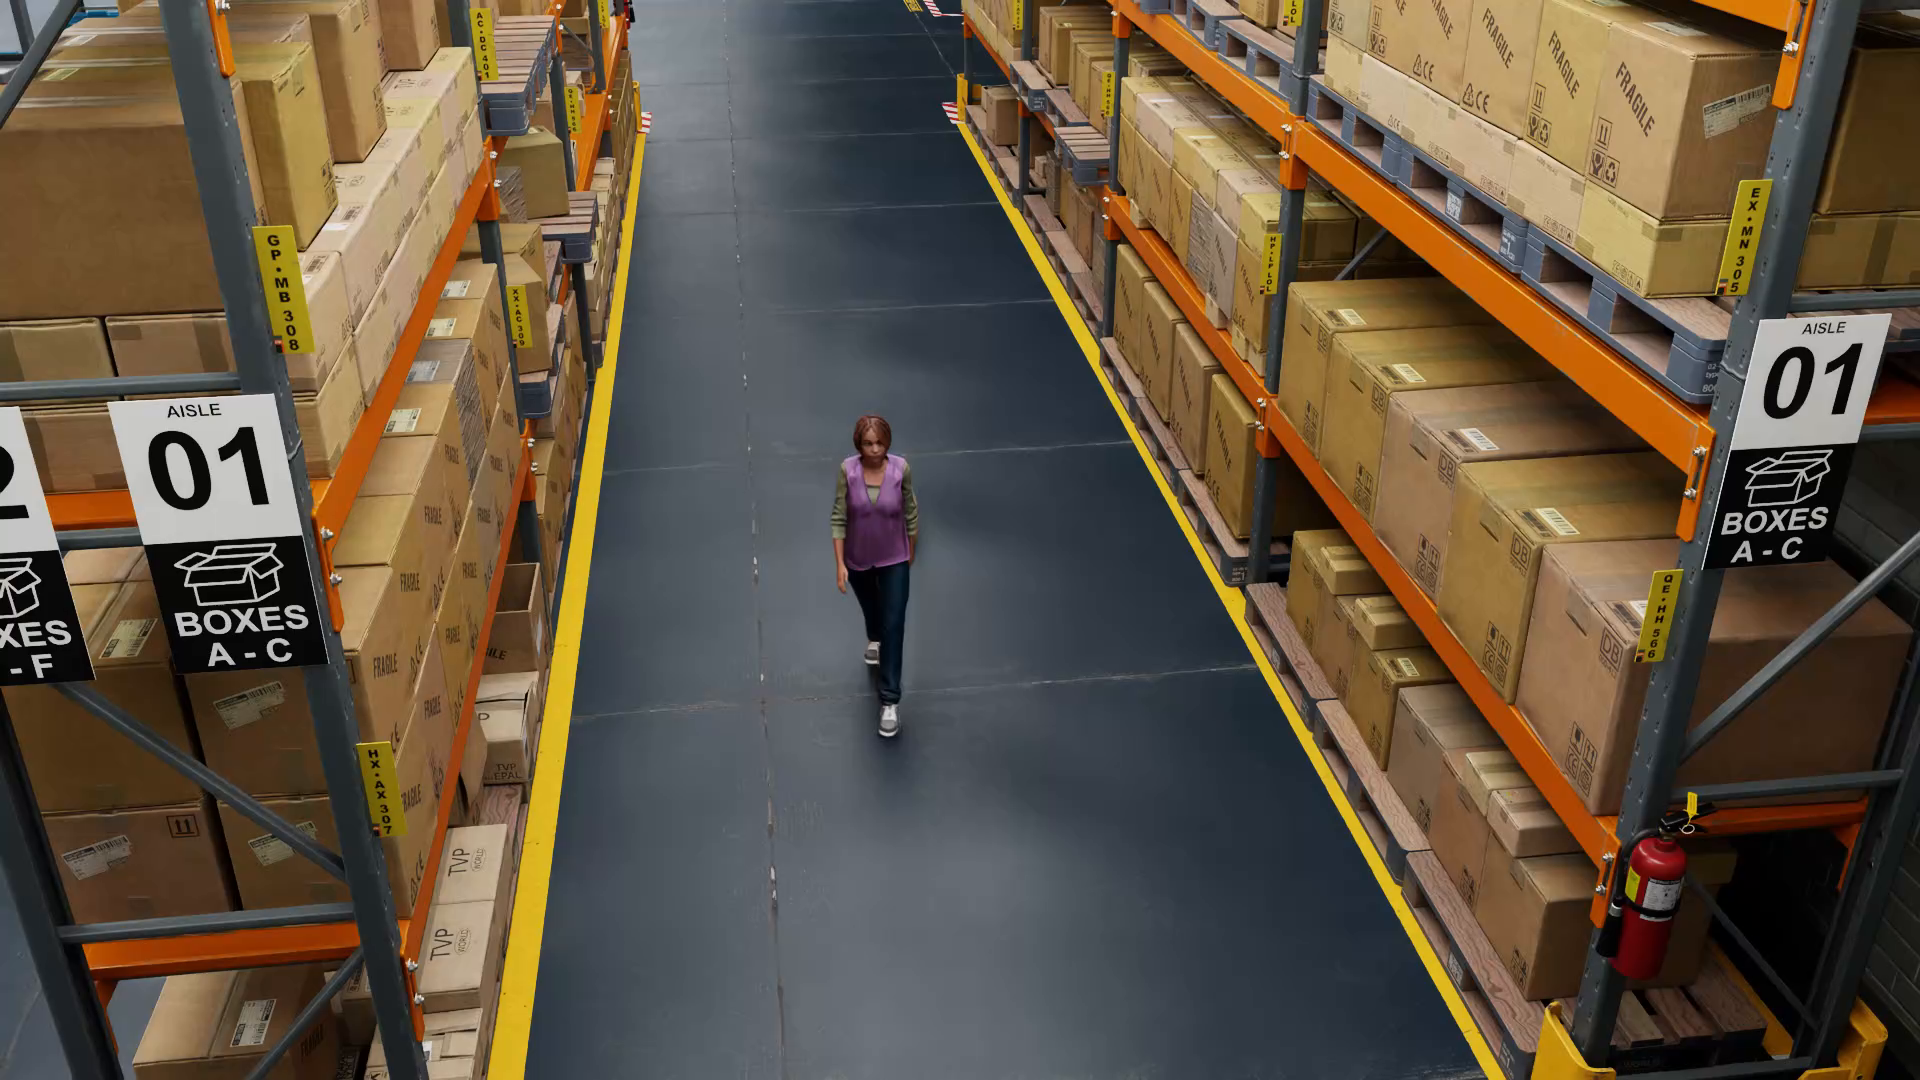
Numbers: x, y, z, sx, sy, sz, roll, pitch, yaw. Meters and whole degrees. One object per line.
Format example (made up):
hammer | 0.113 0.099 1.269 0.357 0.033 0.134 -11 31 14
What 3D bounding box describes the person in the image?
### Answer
person | -0.435 0.110 8.396 0.428 1.526 0.954 1 28 2
